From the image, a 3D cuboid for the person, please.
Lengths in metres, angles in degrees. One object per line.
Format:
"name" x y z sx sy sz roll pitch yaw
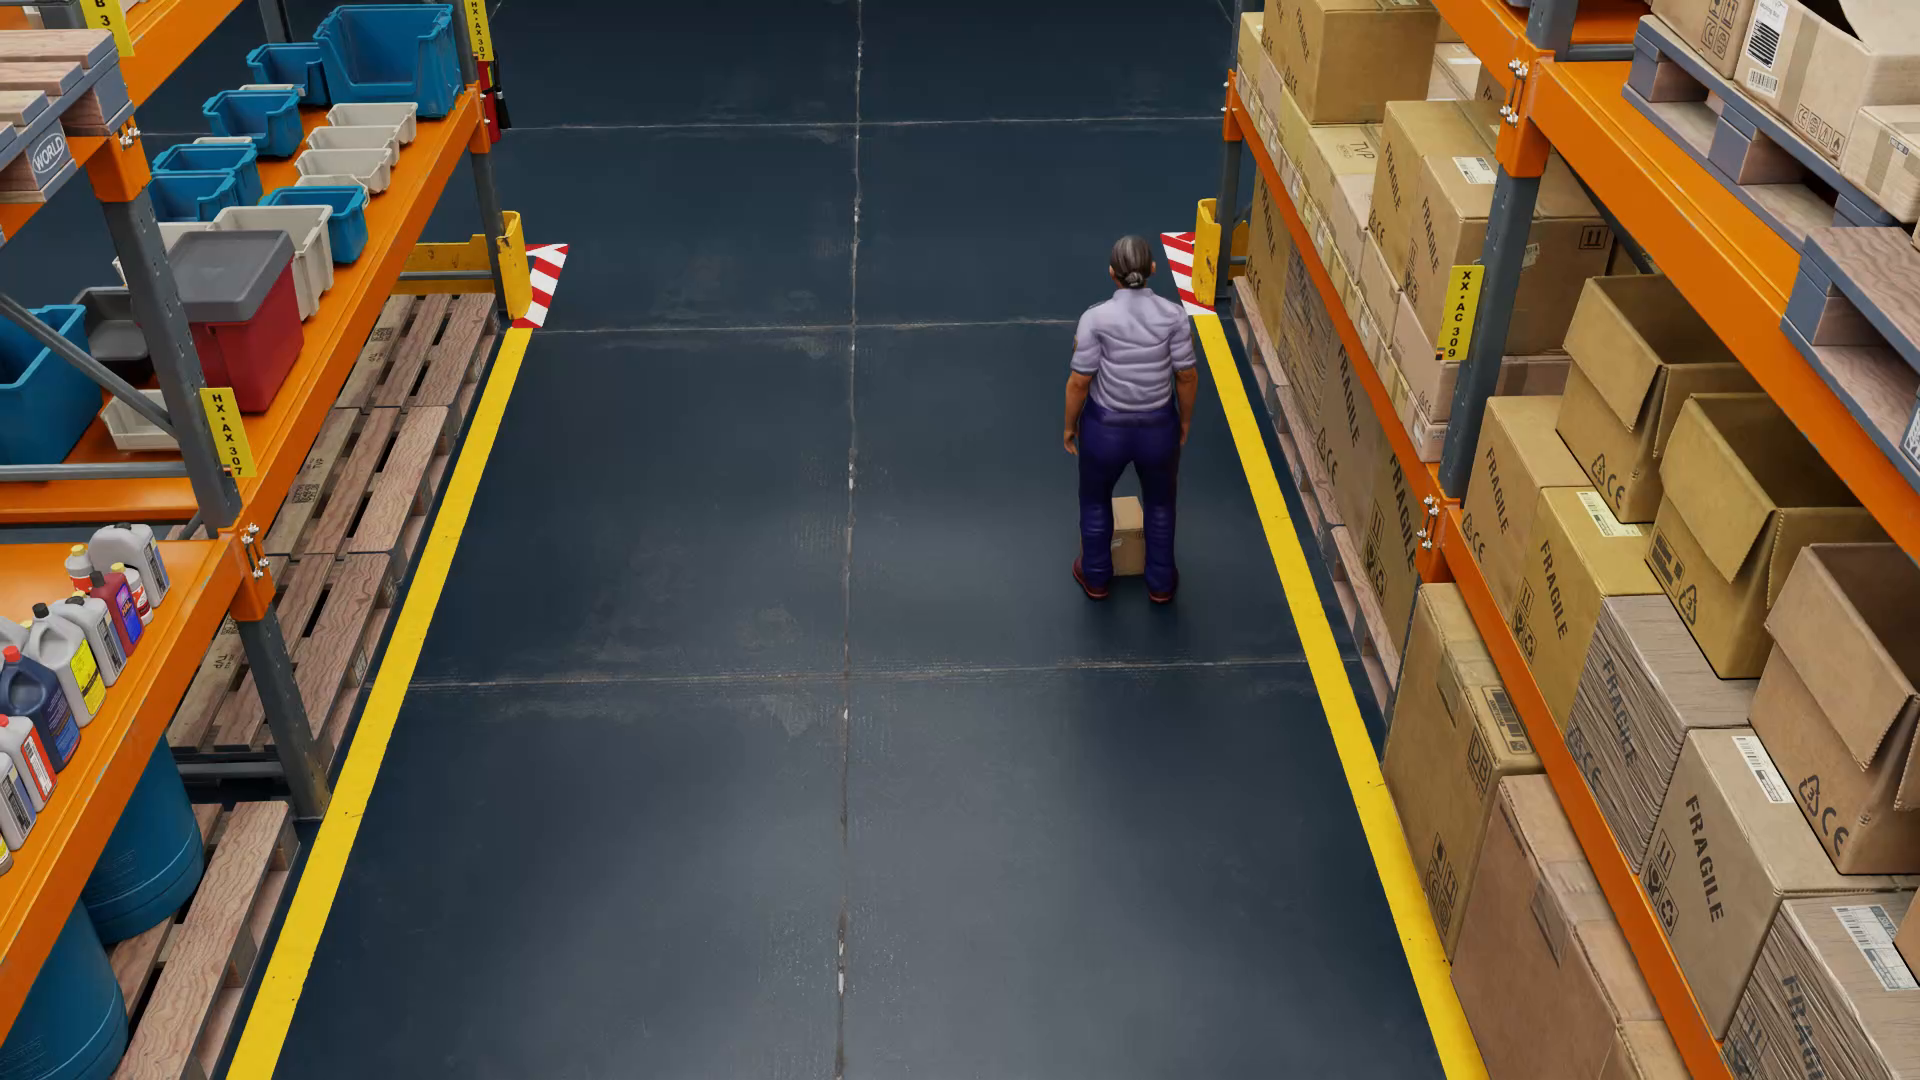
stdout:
"person" 0.698 -0.461 6.800 0.542 1.652 0.413 -2 35 -2
